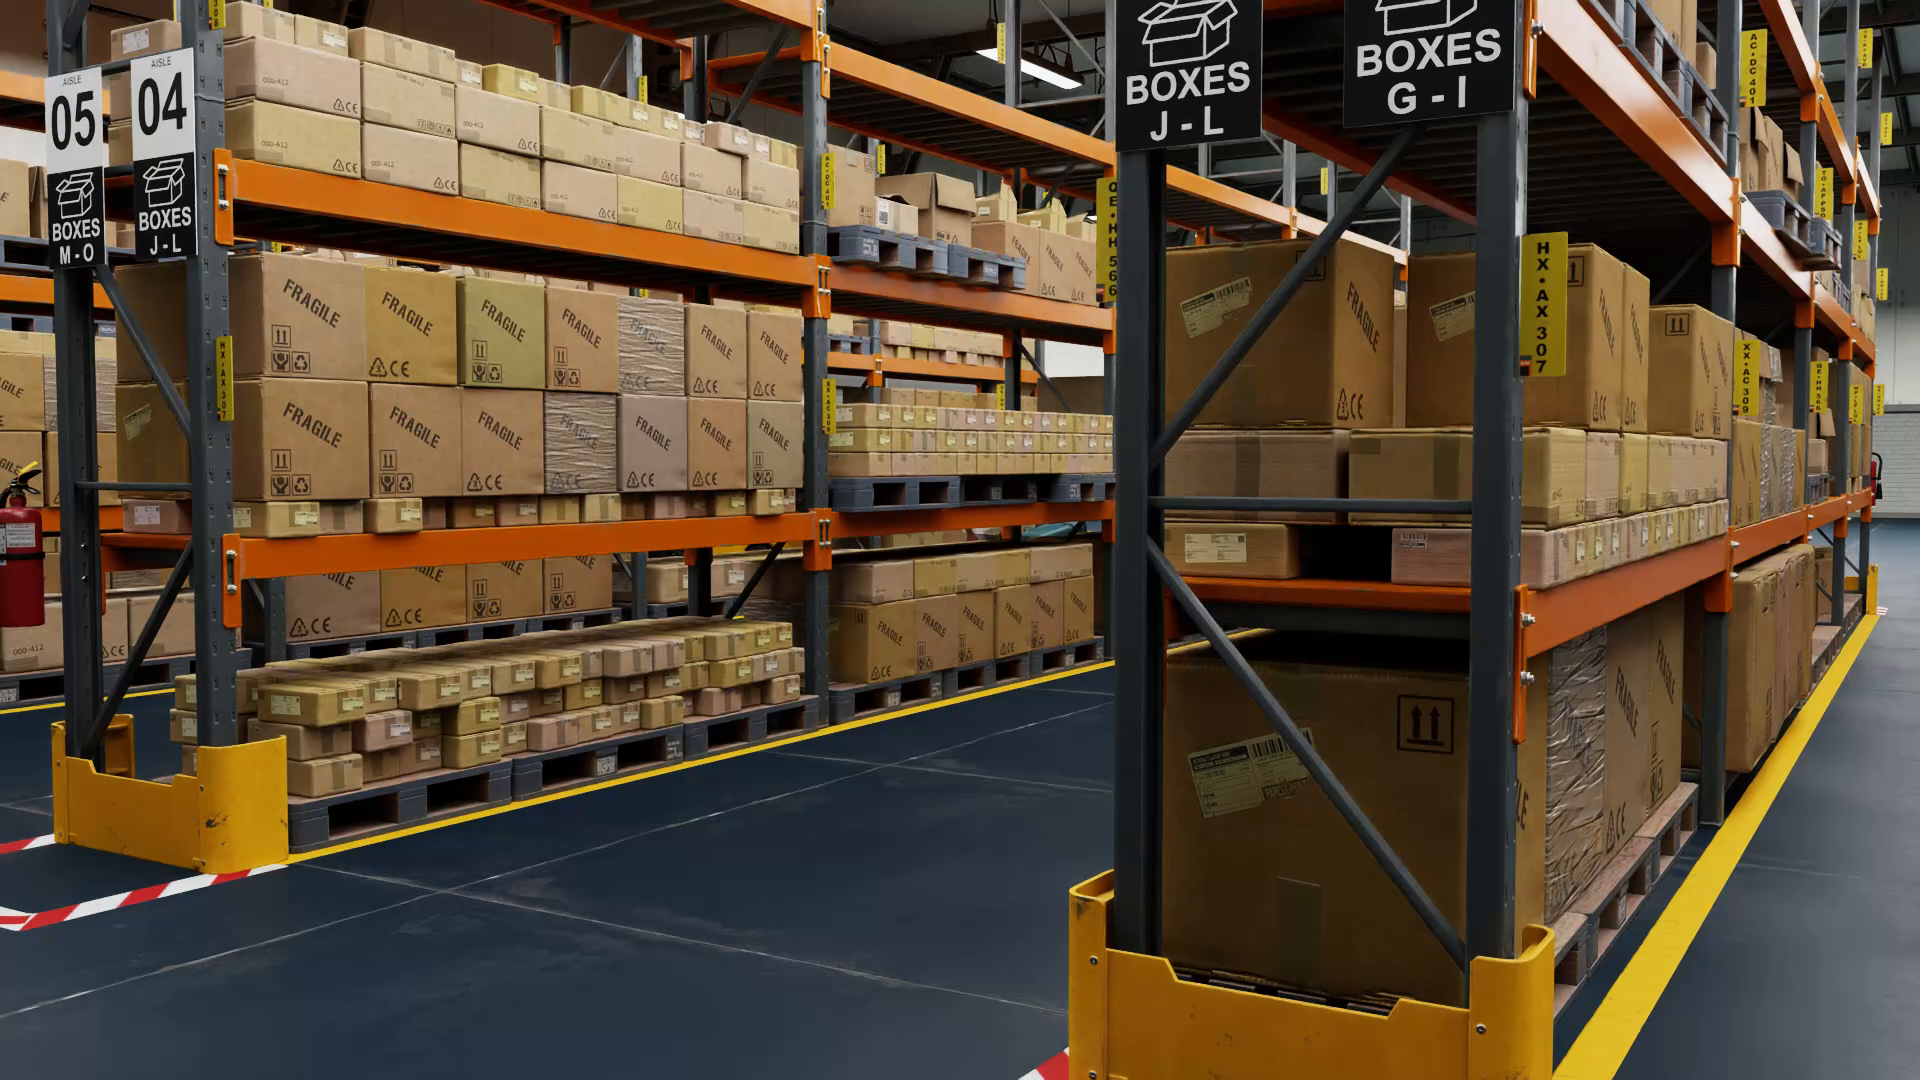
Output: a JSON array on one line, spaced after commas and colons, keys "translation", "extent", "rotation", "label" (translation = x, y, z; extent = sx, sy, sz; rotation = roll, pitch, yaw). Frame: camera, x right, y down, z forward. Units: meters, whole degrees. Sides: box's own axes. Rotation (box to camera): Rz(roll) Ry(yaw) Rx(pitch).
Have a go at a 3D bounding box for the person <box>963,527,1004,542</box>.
[{"translation": [0.224, -0.051, 16.359], "extent": [0.354, 1.777, 0.563], "rotation": [2, 3, 33], "label": "person"}]
